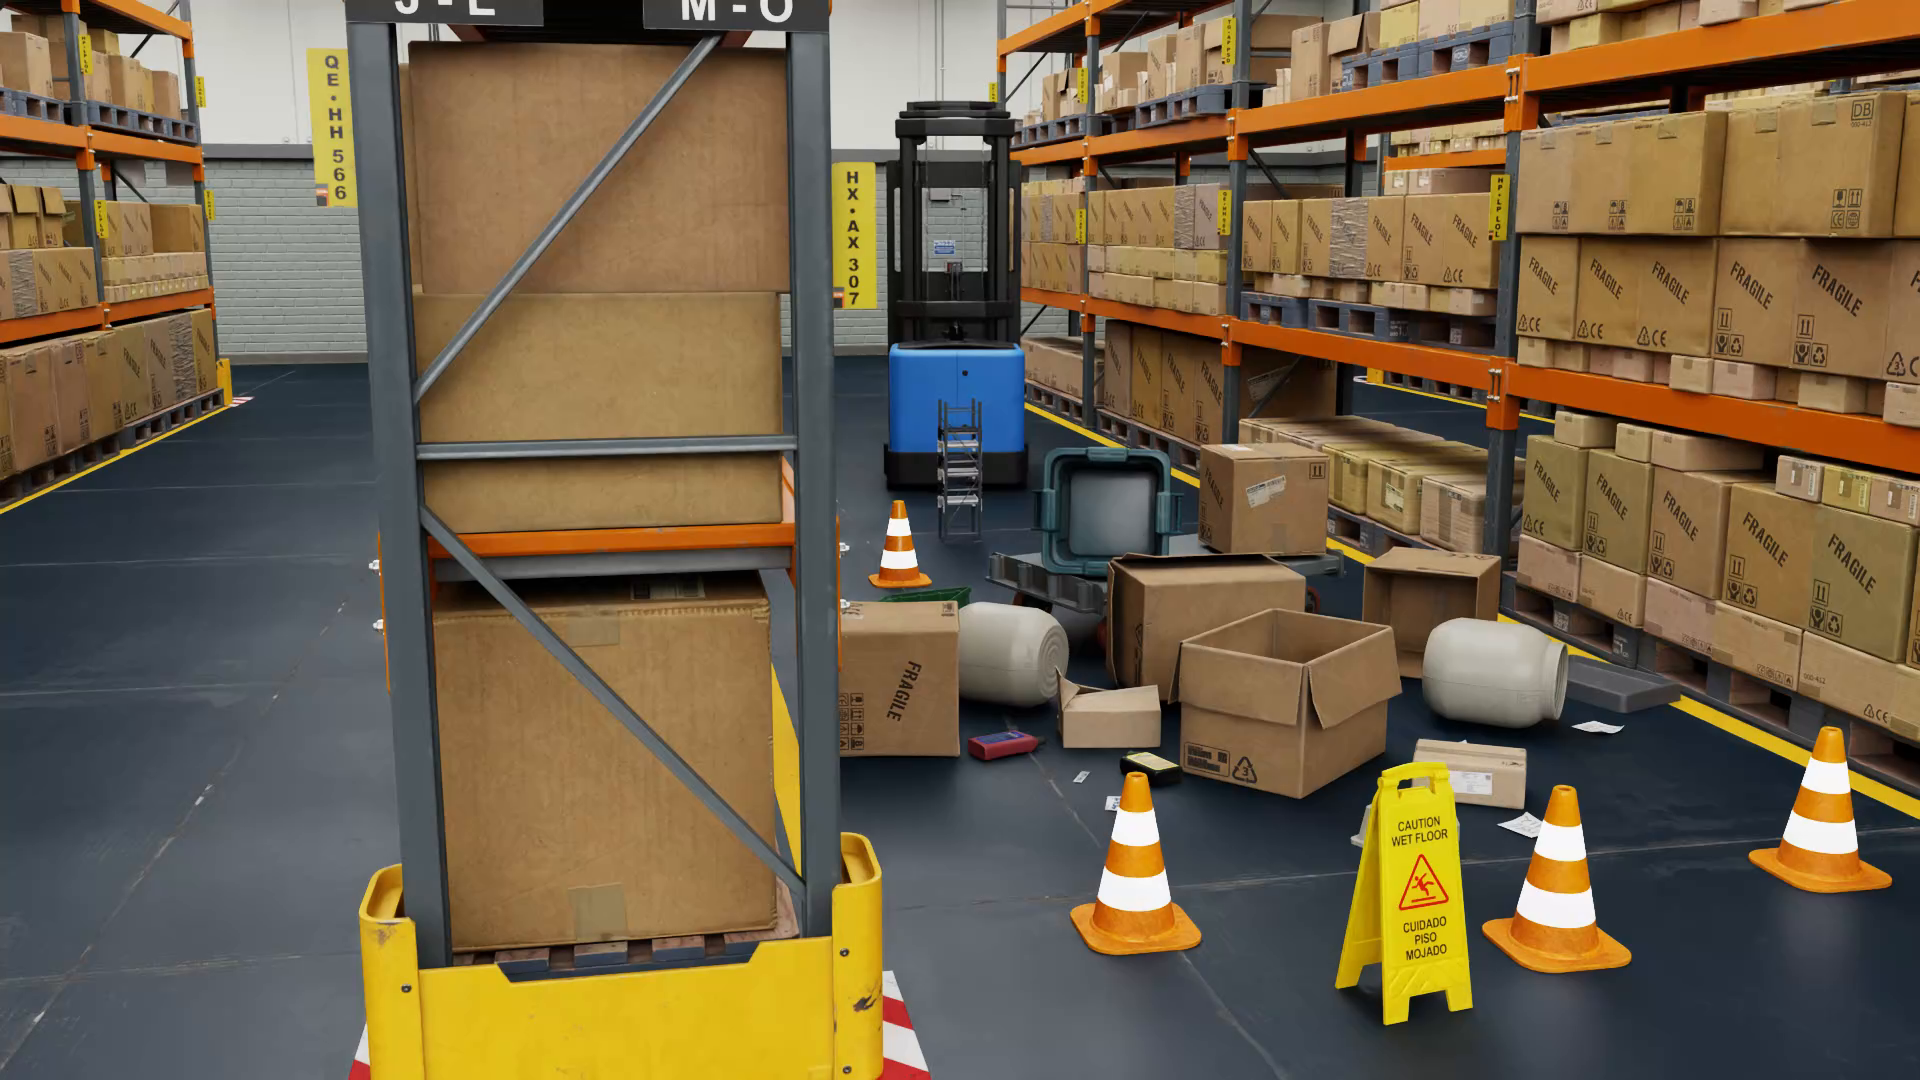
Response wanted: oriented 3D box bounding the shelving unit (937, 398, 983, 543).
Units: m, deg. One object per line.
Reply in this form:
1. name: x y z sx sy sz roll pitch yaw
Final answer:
1. shelving unit: -0.002 -0.444 10.620 0.258 0.900 0.210 -2 11 -11

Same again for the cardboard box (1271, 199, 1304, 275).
1. cardboard box: 2.464 -2.084 11.438 0.500 0.500 0.500 -2 11 -8

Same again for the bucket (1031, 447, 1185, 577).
1. bucket: 0.725 -0.134 8.069 0.726 0.611 0.620 2 1 9

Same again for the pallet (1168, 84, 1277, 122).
1. pallet: 2.318 -3.366 12.840 1.213 0.211 1.003 -2 11 -8

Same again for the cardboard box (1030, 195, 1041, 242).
1. cardboard box: 1.066 -3.498 18.110 0.500 0.500 0.500 -2 11 -11

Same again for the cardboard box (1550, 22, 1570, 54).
1. cardboard box: 3.091 -2.419 8.030 0.380 0.149 0.250 -2 11 -12

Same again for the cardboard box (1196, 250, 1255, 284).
1. cardboard box: 2.152 -2.120 12.878 0.500 0.250 0.500 -2 11 -11

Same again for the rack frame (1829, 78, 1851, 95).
1. rack frame: 7.363 -4.997 12.884 1.000 3.000 0.127 -2 11 -11

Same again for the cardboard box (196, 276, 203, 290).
1. cardboard box: -8.337 -2.751 17.801 0.380 0.149 0.250 -2 11 -10

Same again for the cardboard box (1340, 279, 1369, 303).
1. cardboard box: 2.643 -1.587 10.562 0.380 0.149 0.250 -2 11 -9

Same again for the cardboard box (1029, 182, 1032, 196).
1. cardboard box: 0.975 -3.881 18.390 0.380 0.149 0.250 -2 11 -10

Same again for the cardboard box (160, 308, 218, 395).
1. cardboard box: -8.579 -2.024 17.866 0.875 0.875 0.875 -2 11 -11

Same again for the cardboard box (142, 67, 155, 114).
1. cardboard box: -8.637 -4.553 16.914 0.700 0.500 0.500 -3 11 -13

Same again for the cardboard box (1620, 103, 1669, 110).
1. cardboard box: 6.454 -4.133 15.646 0.380 0.149 0.250 -2 11 -12

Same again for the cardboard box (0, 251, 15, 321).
1. cardboard box: -7.259 -1.845 12.100 0.500 0.500 0.500 -2 11 -12

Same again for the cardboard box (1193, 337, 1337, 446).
1. cardboard box: 2.442 -1.161 13.334 0.875 0.875 0.875 -2 11 -12

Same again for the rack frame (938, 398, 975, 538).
1. rack frame: -0.021 -0.462 10.718 0.240 0.900 0.006 -2 11 -11

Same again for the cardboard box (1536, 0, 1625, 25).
1. cardboard box: 3.090 -2.591 7.868 0.500 0.250 0.500 -2 11 -12

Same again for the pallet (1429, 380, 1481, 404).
1. pallet: 6.212 -1.764 19.400 1.003 0.211 1.213 -2 11 -11

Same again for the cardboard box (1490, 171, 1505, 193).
1. cardboard box: 3.216 -2.150 10.049 0.380 0.149 0.250 -1 11 -8

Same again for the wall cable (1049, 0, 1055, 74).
1. wall cable: 0.295 -7.343 25.209 2.355 3.000 0.029 -2 11 -11

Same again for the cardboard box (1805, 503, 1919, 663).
1. cardboard box: 3.535 0.141 6.156 0.500 0.500 0.500 -2 11 -9

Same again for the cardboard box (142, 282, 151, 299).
1. cardboard box: -7.941 -2.377 15.832 0.380 0.149 0.250 -2 11 -12

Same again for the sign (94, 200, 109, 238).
1. sign: -7.473 -2.793 14.466 0.100 0.325 0.005 -2 11 -11

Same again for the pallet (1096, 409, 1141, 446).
1. pallet: 1.941 -1.094 15.879 1.003 0.211 1.213 -2 11 -11

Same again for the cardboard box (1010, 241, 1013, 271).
1. cardboard box: 0.877 -3.195 19.193 0.500 0.500 0.500 -2 11 -12

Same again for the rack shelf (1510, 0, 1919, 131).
1. rack shelf: 3.662 -1.889 6.498 1.077 0.370 4.000 -2 11 -11

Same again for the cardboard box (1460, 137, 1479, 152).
1. cardboard box: 5.897 -4.470 18.810 0.380 0.149 0.250 -2 11 -10

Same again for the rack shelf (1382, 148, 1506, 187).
1. rack shelf: 6.196 -4.271 19.013 1.077 0.370 4.000 -2 11 -11

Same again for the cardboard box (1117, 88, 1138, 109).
1. cardboard box: 1.620 -3.923 14.763 0.380 0.166 0.250 -3 11 -15

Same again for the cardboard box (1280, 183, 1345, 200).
1. cardboard box: 2.639 -2.508 12.912 0.500 0.500 0.500 -2 11 -13

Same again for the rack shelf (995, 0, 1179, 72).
1. rack shelf: 1.328 -5.366 17.818 1.077 0.370 4.000 -2 11 -11

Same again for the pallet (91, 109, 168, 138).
1. pallet: -8.386 -4.046 16.145 1.003 0.211 1.213 -2 11 -11

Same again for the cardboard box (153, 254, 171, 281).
1. cardboard box: -8.124 -2.687 16.398 0.500 0.250 0.500 -2 11 -11

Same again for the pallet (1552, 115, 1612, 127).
1. pallet: 6.643 -4.043 16.394 1.213 0.211 1.003 -2 11 -11

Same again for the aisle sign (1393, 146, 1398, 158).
1. aisle sign: 5.506 -4.796 20.920 0.394 0.787 0.004 -2 11 -11

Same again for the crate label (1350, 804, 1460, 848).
1. crate label: 1.466 0.934 5.425 0.250 0.136 0.298 -9 14 -40

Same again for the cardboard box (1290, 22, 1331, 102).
1. cardboard box: 2.670 -3.217 11.288 0.700 0.500 0.500 -2 11 -11

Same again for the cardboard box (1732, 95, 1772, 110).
1. cardboard box: 6.927 -3.627 14.111 0.500 0.250 0.500 -2 11 -11

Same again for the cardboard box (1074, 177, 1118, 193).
1. cardboard box: 1.345 -3.506 16.420 0.380 0.149 0.250 -2 11 -12

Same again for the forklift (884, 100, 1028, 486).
1. forklift: -0.055 -2.075 13.759 1.130 2.935 3.031 0 11 -1

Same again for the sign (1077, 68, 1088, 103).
1. sign: 1.173 -4.348 15.903 0.100 0.325 0.005 -2 11 -11

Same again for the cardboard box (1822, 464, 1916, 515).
1. cardboard box: 3.457 -0.193 6.177 0.380 0.149 0.250 -2 11 -10

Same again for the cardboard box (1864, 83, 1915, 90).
1. cardboard box: 7.527 -3.721 13.539 0.380 0.149 0.250 -2 11 -10

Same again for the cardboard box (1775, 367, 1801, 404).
1. cardboard box: 3.490 -0.620 6.604 0.380 0.149 0.250 -2 11 -11

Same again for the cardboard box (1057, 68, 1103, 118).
1. cardboard box: 1.423 -4.628 17.302 0.797 0.503 0.637 -1 11 -7

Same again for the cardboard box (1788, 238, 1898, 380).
1. cardboard box: 3.489 -0.870 6.183 0.500 0.500 0.500 -2 11 -11

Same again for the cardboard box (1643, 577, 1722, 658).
1. cardboard box: 3.344 0.322 7.213 0.500 0.250 0.500 -2 11 -12

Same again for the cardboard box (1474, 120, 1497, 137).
1. cardboard box: 6.046 -4.598 18.417 0.500 0.250 0.500 -2 11 -10

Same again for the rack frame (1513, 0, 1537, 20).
1. rack frame: 3.273 -4.082 8.077 1.000 3.000 0.127 -2 11 -11

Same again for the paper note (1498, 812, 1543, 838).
1. paper note: 1.915 0.956 5.592 0.148 0.019 0.142 -6 13 -31

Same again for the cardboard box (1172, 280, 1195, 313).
1. cardboard box: 2.027 -1.972 13.434 0.500 0.250 0.500 -2 11 -10

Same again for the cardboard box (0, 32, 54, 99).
1. cardboard box: -7.881 -3.865 13.568 0.700 0.500 0.500 -2 11 -10
